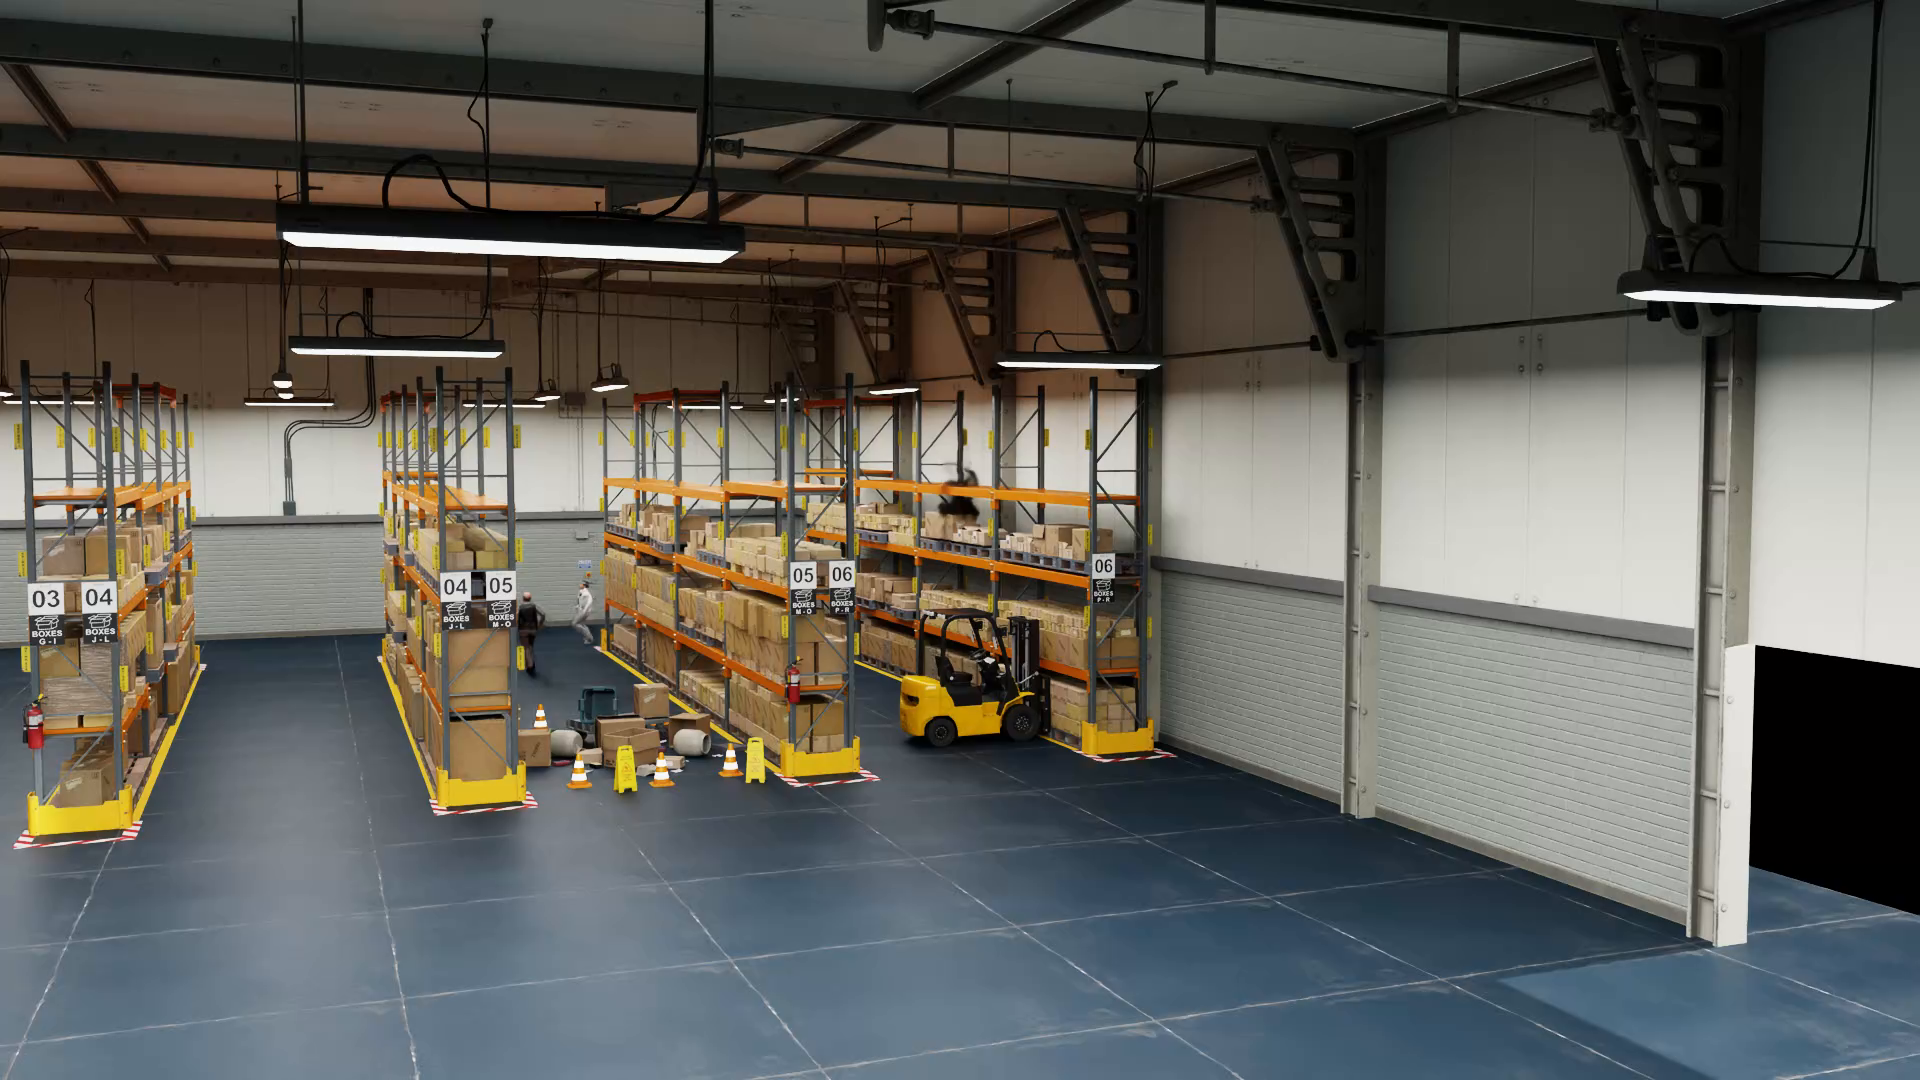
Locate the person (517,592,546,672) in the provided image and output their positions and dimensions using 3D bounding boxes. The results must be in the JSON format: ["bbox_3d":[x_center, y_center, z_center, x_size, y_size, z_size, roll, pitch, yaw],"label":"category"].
[{"bbox_3d":[-9.264,2.003,35.671,0.628,1.781,0.755,-2,4,-35],"label":"person"}]

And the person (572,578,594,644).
[{"bbox_3d":[-9.221,1.743,40.641,0.536,1.637,0.674,-1,4,-14],"label":"person"}]
